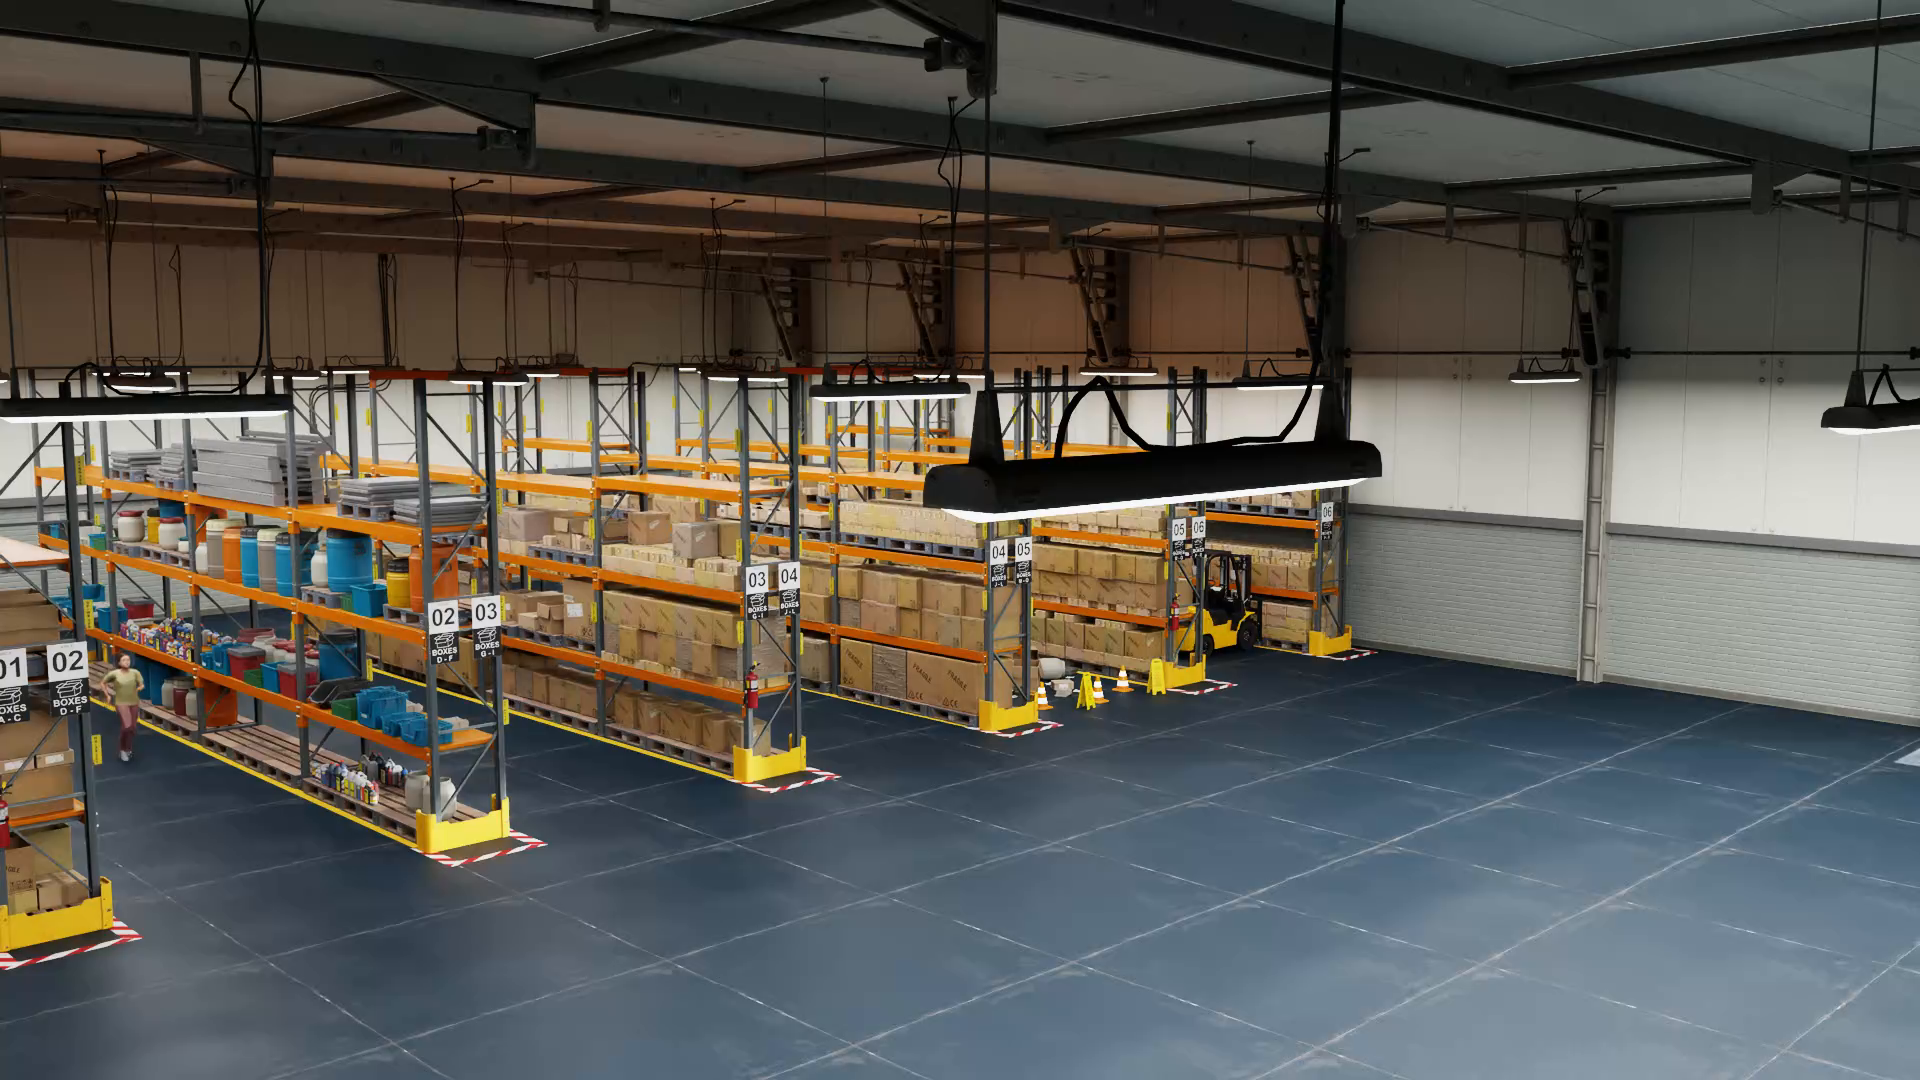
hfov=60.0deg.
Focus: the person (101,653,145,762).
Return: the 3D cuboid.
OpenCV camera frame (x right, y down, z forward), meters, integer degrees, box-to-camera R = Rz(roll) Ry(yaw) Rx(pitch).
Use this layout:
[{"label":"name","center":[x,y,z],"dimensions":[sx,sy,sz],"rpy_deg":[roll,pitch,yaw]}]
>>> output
[{"label":"person","center":[-12.958,2.587,25.850],"dimensions":[0.680,1.681,0.545],"rpy_deg":[6,9,41]}]
